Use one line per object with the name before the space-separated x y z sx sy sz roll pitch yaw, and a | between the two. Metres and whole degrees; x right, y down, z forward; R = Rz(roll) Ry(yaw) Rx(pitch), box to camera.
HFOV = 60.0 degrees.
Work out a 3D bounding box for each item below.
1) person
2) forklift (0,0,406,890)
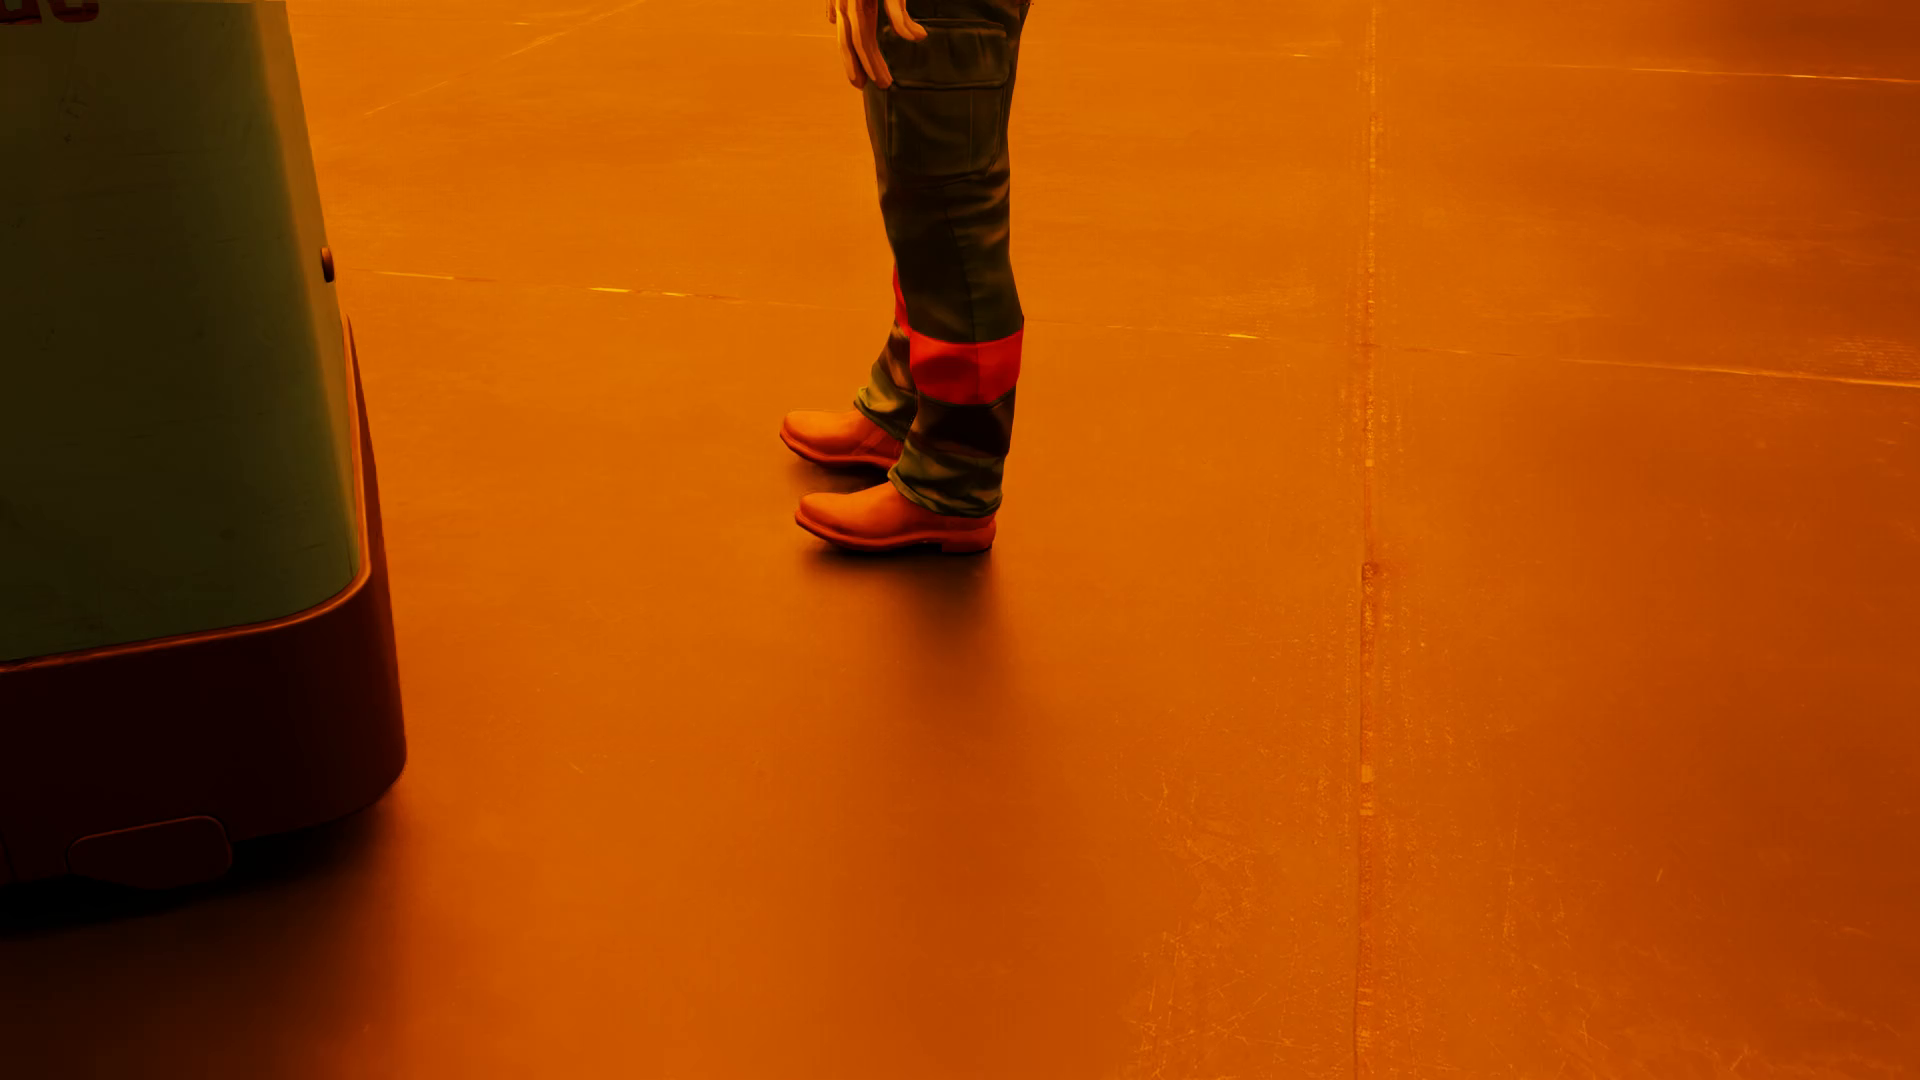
person | -0.082 -0.809 2.110 0.560 1.789 0.668 6 27 11
forklift | -2.188 -0.951 1.130 3.031 2.935 1.130 -9 28 -18
